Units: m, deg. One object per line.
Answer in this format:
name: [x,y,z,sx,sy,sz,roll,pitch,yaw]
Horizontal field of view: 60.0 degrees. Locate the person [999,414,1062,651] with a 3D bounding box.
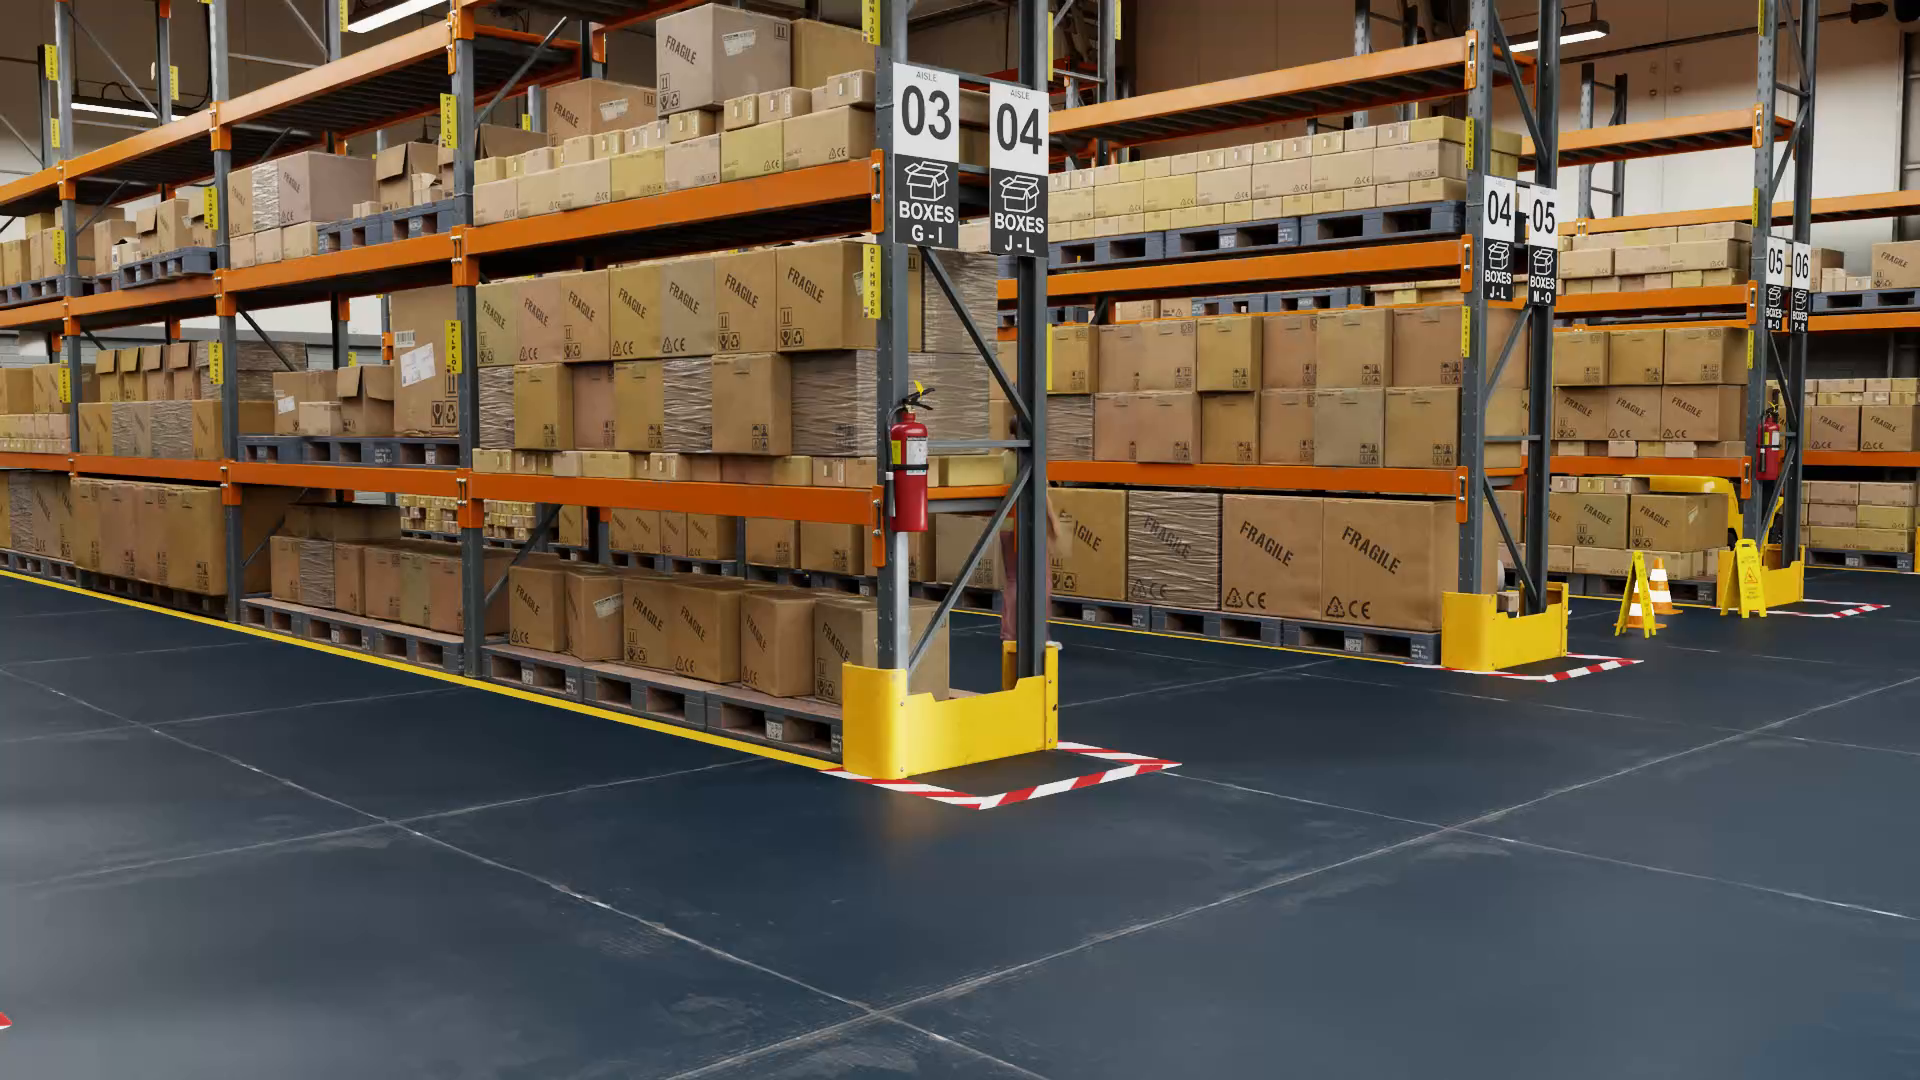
person: [0.463,-0.053,11.733,0.398,1.676,0.472,-4,6,-45]
